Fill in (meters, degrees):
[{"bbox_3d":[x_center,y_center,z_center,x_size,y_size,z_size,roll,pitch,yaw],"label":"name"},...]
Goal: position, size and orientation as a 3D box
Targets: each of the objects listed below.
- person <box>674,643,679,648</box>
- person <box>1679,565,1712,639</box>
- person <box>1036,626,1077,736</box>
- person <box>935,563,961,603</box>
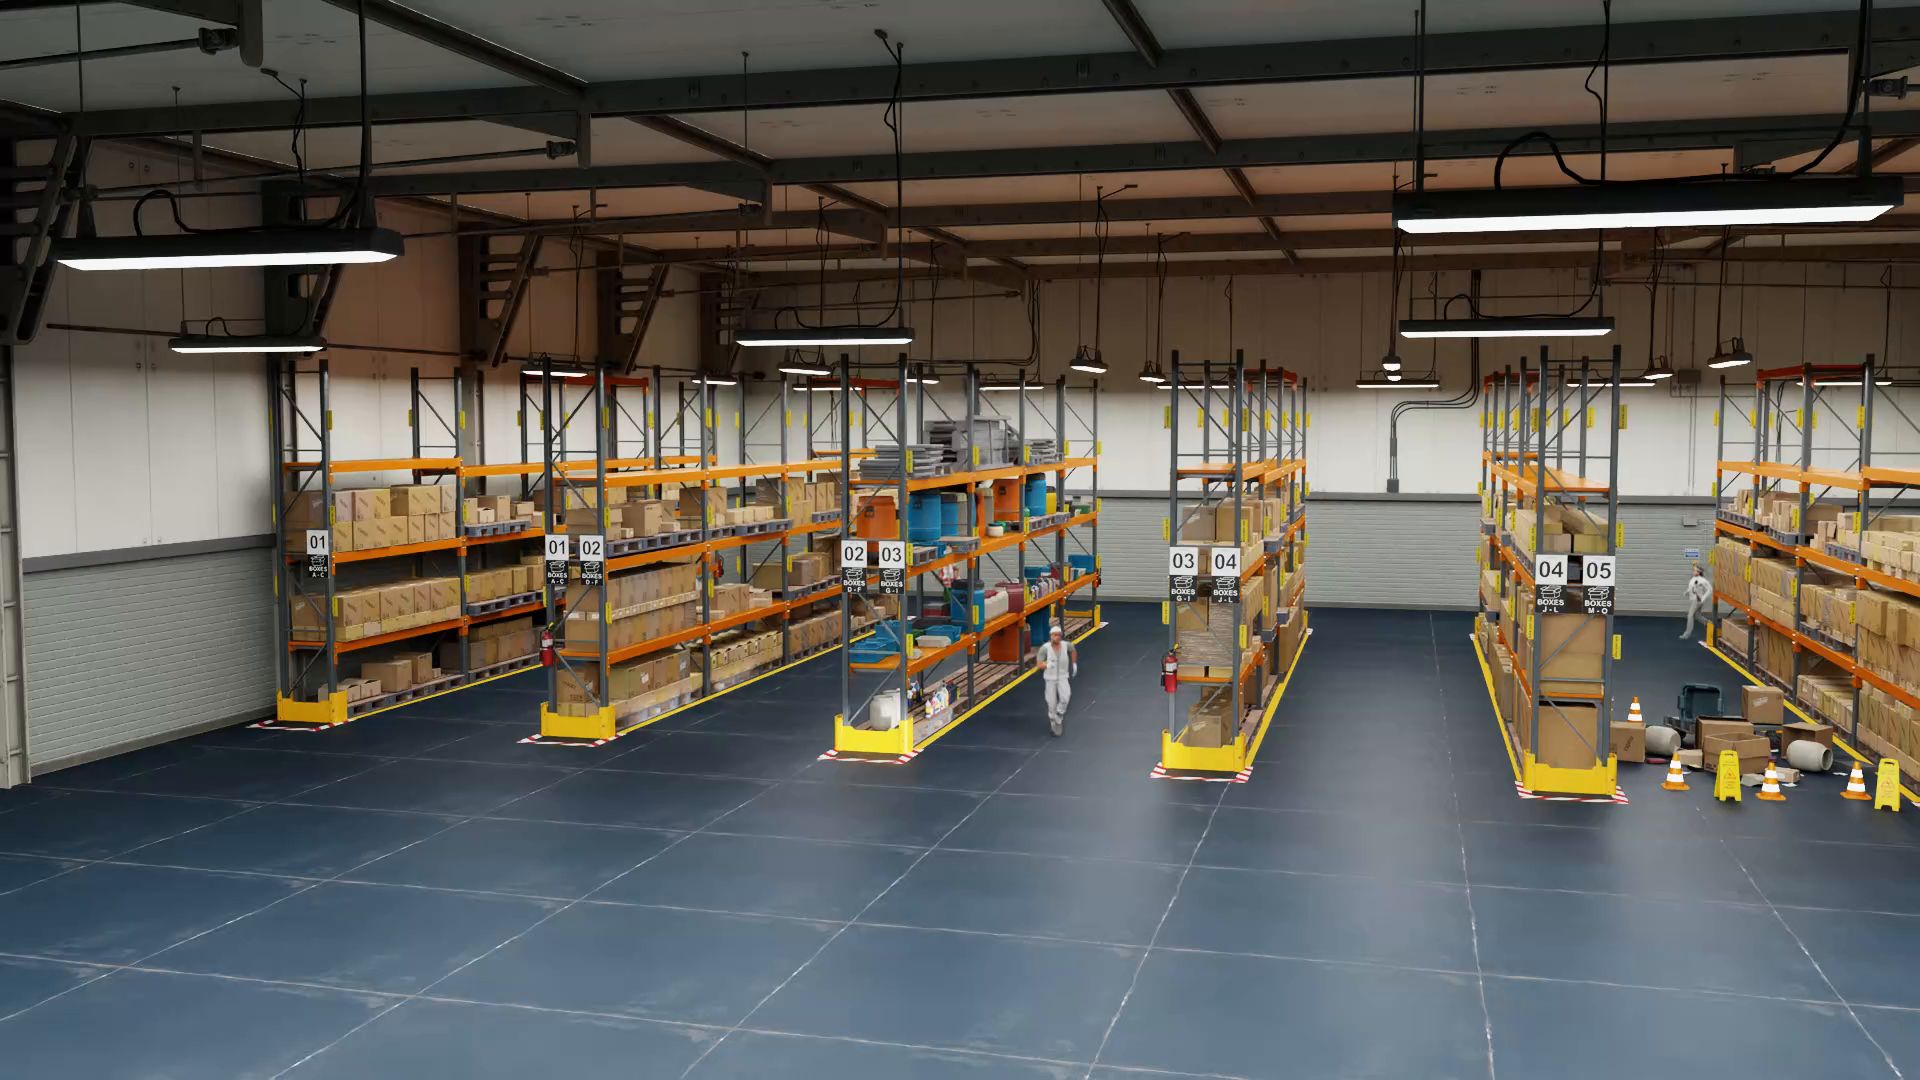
[{"bbox_3d":[-6.230,1.544,36.019,0.681,1.836,0.896,1,4,10],"label":"person"},{"bbox_3d":[16.937,1.420,38.146,0.863,1.705,0.614,0,4,3],"label":"person"},{"bbox_3d":[1.540,2.215,26.267,0.698,1.740,0.803,-1,4,-7],"label":"person"},{"bbox_3d":[-0.295,1.165,41.052,0.676,1.789,0.756,0,4,-2],"label":"person"}]
